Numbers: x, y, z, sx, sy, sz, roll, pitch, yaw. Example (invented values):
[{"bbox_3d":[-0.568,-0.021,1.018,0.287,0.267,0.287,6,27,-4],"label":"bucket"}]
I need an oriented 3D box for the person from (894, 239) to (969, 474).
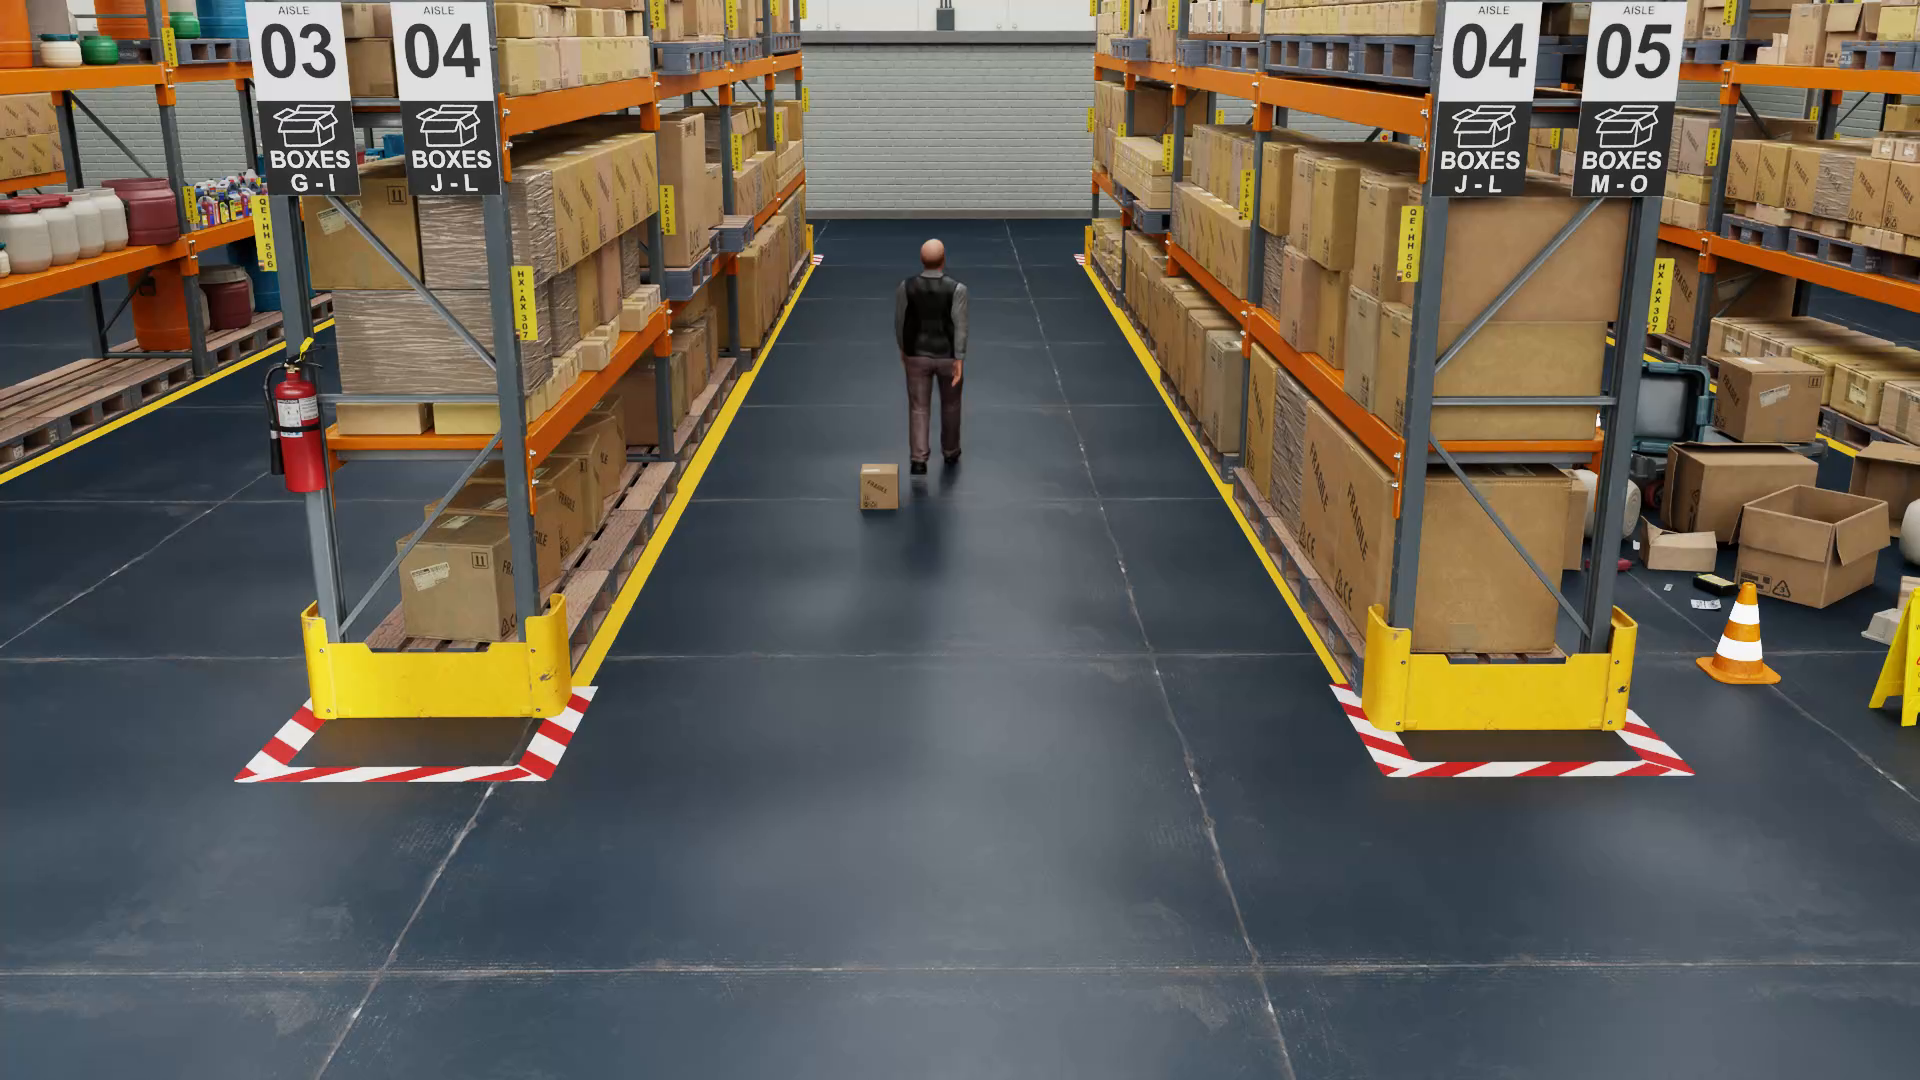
[{"bbox_3d":[-0.199,-1.309,11.878,0.538,1.680,1.000,1,17,3],"label":"person"}]
